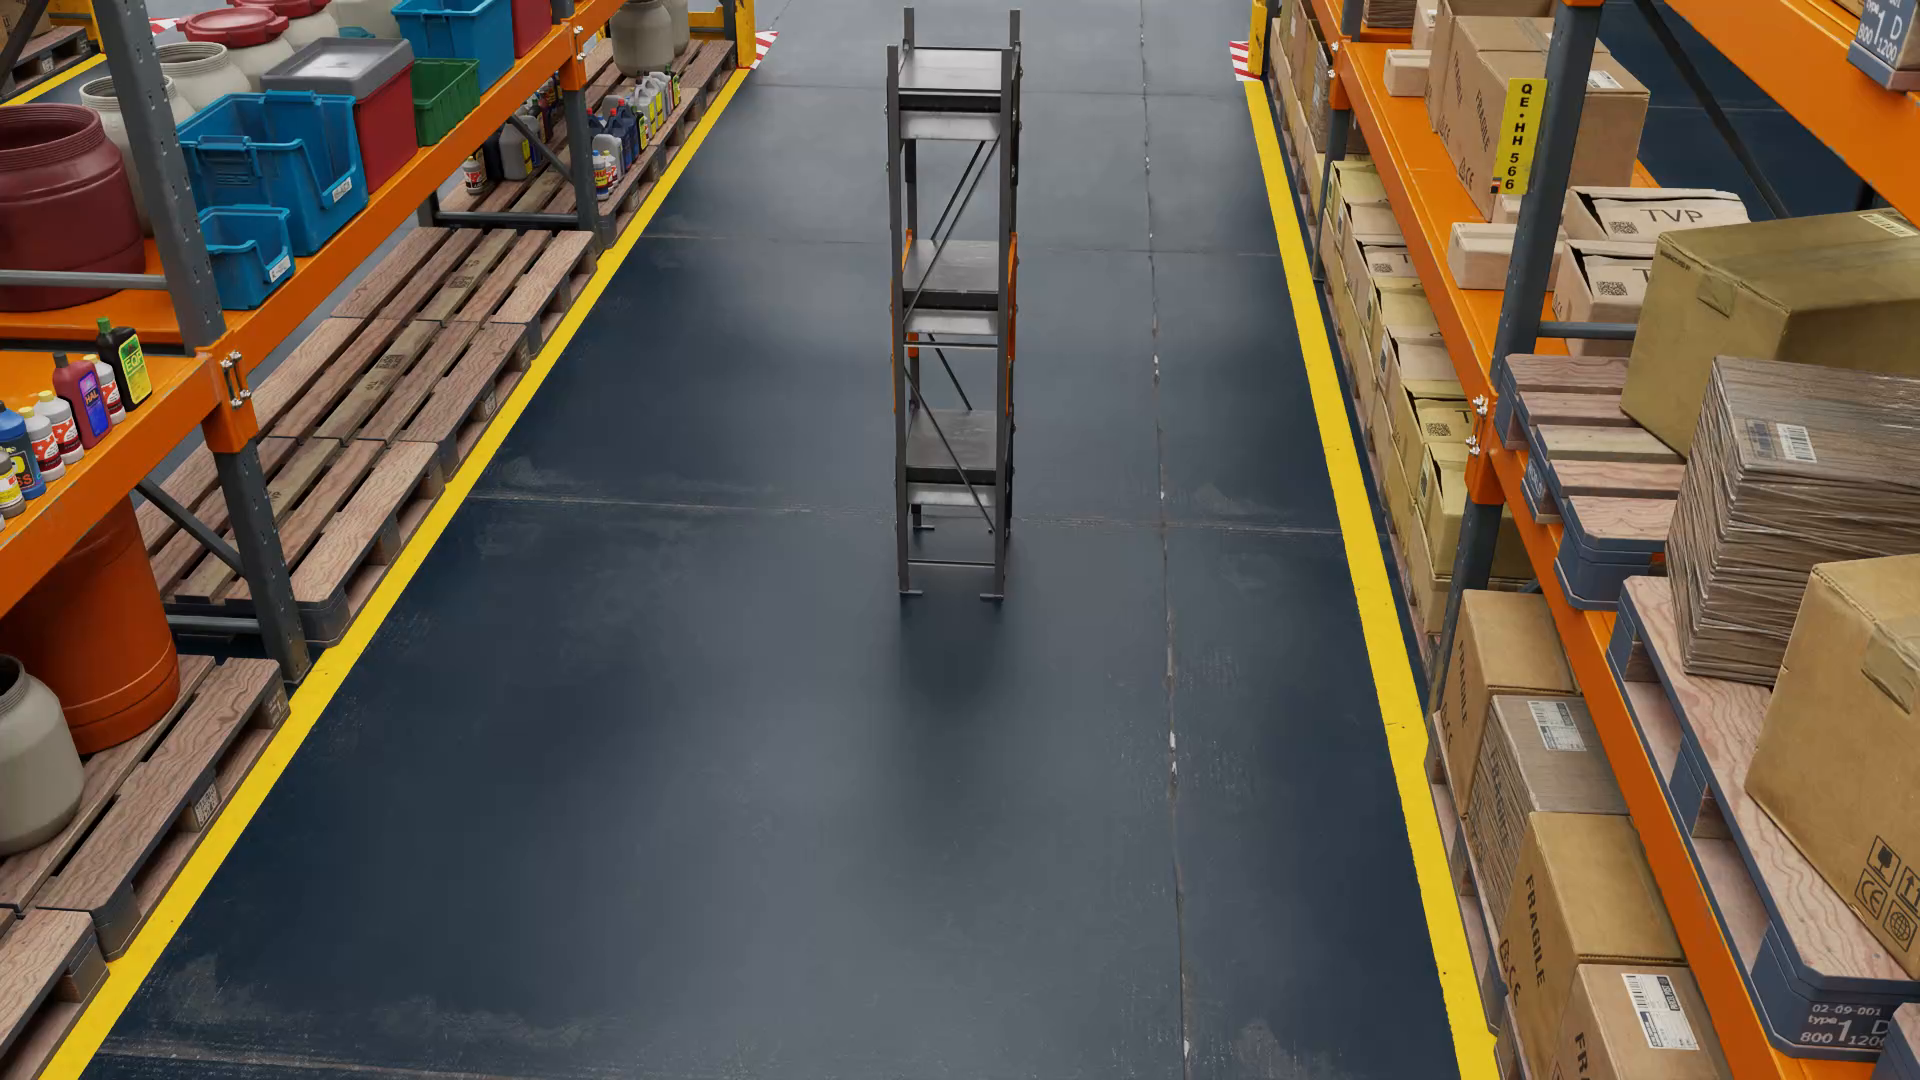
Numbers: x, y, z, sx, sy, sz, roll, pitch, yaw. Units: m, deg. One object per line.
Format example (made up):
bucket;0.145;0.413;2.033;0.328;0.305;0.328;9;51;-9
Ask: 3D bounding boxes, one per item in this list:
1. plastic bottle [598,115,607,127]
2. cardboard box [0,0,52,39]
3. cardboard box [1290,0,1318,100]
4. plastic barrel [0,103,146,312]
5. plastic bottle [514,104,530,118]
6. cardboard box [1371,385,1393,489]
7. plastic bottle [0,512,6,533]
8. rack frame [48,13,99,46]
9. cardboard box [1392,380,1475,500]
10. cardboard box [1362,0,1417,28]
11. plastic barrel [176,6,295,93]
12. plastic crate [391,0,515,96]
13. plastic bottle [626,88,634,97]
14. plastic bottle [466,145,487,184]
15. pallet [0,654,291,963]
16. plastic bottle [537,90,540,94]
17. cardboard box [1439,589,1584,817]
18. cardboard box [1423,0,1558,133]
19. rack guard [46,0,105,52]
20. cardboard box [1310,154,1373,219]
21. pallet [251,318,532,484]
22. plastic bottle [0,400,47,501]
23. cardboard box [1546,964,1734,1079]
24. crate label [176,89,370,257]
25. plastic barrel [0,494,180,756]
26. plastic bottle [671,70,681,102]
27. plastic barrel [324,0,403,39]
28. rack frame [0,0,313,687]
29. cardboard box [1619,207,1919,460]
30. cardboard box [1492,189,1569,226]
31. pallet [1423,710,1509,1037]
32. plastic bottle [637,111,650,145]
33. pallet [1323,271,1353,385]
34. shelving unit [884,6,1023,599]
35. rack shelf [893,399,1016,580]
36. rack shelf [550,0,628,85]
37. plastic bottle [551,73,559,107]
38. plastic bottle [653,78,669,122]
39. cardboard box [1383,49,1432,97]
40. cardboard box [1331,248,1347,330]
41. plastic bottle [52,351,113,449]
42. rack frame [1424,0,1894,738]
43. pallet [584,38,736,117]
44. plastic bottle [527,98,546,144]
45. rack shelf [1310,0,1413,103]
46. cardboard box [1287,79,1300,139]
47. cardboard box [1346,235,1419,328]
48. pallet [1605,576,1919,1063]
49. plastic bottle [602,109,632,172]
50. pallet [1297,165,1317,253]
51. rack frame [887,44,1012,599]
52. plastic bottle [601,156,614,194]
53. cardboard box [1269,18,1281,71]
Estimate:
plastic bottle;-2.146;-2.412;9.986;0.097;0.271;0.097;0;32;0
cardboard box;-7.195;-3.993;12.353;0.500;0.500;0.500;8;33;13
cardboard box;2.355;-3.051;10.348;0.500;0.500;0.500;2;32;4
plastic barrel;-3.107;-1.123;5.583;0.600;0.536;0.708;2;32;4
plastic bottle;-2.710;-2.579;10.181;0.144;0.351;0.185;2;32;4
cardboard box;1.976;-0.422;6.796;0.500;0.250;0.500;3;32;5
plastic bottle;-2.528;-0.141;4.242;0.097;0.271;0.097;0;32;0
rack frame;-7.128;-5.204;12.336;1.000;3.000;0.127;2;32;4
cardboard box;1.927;-0.399;6.225;0.500;0.311;0.500;2;32;3
cardboard box;2.450;-2.962;8.603;0.700;0.500;0.500;2;32;3
plastic barrel;-2.908;-1.858;6.776;0.433;0.535;0.433;0;32;0
plastic crate;-2.297;-2.304;7.645;0.392;0.384;0.575;2;32;4
plastic bottle;-2.089;-2.802;10.685;0.097;0.201;0.097;0;32;0
plastic bottle;-2.806;-2.198;9.627;0.061;0.283;0.133;4;32;6
pallet;-2.865;0.792;5.264;1.003;0.211;1.213;2;32;4
plastic bottle;-2.694;-2.771;10.634;0.097;0.201;0.097;0;32;0
cardboard box;1.772;0.507;5.032;0.500;0.500;0.500;4;32;6
cardboard box;2.298;-2.054;7.128;0.500;0.500;0.500;5;32;8
rack guard;-7.134;-4.100;12.927;1.175;0.500;0.348;2;32;4
cardboard box;2.240;-1.948;9.272;0.500;0.250;0.500;2;32;4
pallet;-2.639;-0.662;7.623;1.003;0.211;1.213;2;32;4
plastic bottle;-2.512;-0.243;4.408;0.097;0.271;0.097;0;32;0
cardboard box;1.652;1.316;3.719;0.500;0.500;0.500;1;32;2
crate label;-2.492;-1.332;6.019;0.502;0.435;0.616;2;32;4
plastic barrel;-2.865;0.192;5.247;0.600;0.830;0.708;2;32;4
plastic bottle;-1.904;-3.010;11.022;0.097;0.201;0.097;0;32;0
plastic barrel;-2.813;-2.468;7.766;0.433;0.535;0.433;0;32;0
rack frame;-2.843;-0.809;5.204;1.000;3.000;0.127;2;32;4
cardboard box;2.155;-0.483;4.179;0.700;0.500;0.500;-8;33;-13
cardboard box;2.142;-1.158;6.010;0.380;0.149;0.250;5;32;8
pallet;1.996;0.980;4.959;1.003;0.211;1.213;2;32;4
plastic bottle;-1.976;-2.547;10.272;0.097;0.201;0.097;0;32;0
pallet;2.399;-1.113;8.356;1.003;0.211;1.213;2;32;4
shelving unit;-0.013;-0.807;6.059;0.431;2.100;0.503;2;32;4
rack shelf;-0.013;-0.200;6.433;0.431;0.518;0.480;2;32;4
rack shelf;-2.354;-3.641;10.484;1.077;0.370;4.000;2;32;4
plastic bottle;-2.686;-2.971;10.882;0.061;0.283;0.133;3;32;5
plastic bottle;-1.963;-2.838;10.673;0.152;0.276;0.135;2;32;3
cardboard box;2.144;-2.126;7.580;0.380;0.149;0.250;2;32;4
cardboard box;2.097;-1.228;8.104;0.500;0.250;0.500;3;32;5
plastic bottle;-2.469;-0.409;4.666;0.061;0.283;0.133;2;32;4
rack frame;2.094;-0.596;4.858;1.000;3.000;0.127;2;32;4
pallet;-2.222;-3.339;11.967;1.003;0.211;1.213;2;32;4
plastic bottle;-2.606;-2.559;10.214;0.061;0.283;0.133;2;32;4
rack shelf;2.583;-3.427;10.138;1.077;0.370;4.000;2;32;4
cardboard box;2.356;-2.732;10.545;0.500;0.250;0.500;2;32;4
cardboard box;2.051;-1.197;7.519;0.500;0.311;0.500;1;32;2
pallet;1.940;0.503;3.258;1.003;0.211;1.213;2;32;4
plastic bottle;-2.038;-2.365;9.834;0.144;0.351;0.185;3;32;5
pallet;2.526;-1.914;9.655;1.003;0.211;1.213;2;32;4
rack frame;-0.033;-0.680;5.852;0.400;2.100;0.015;2;32;4
plastic bottle;-2.046;-2.098;9.543;0.097;0.201;0.097;0;32;0
cardboard box;2.480;-3.516;11.817;0.500;0.250;0.500;2;32;4
